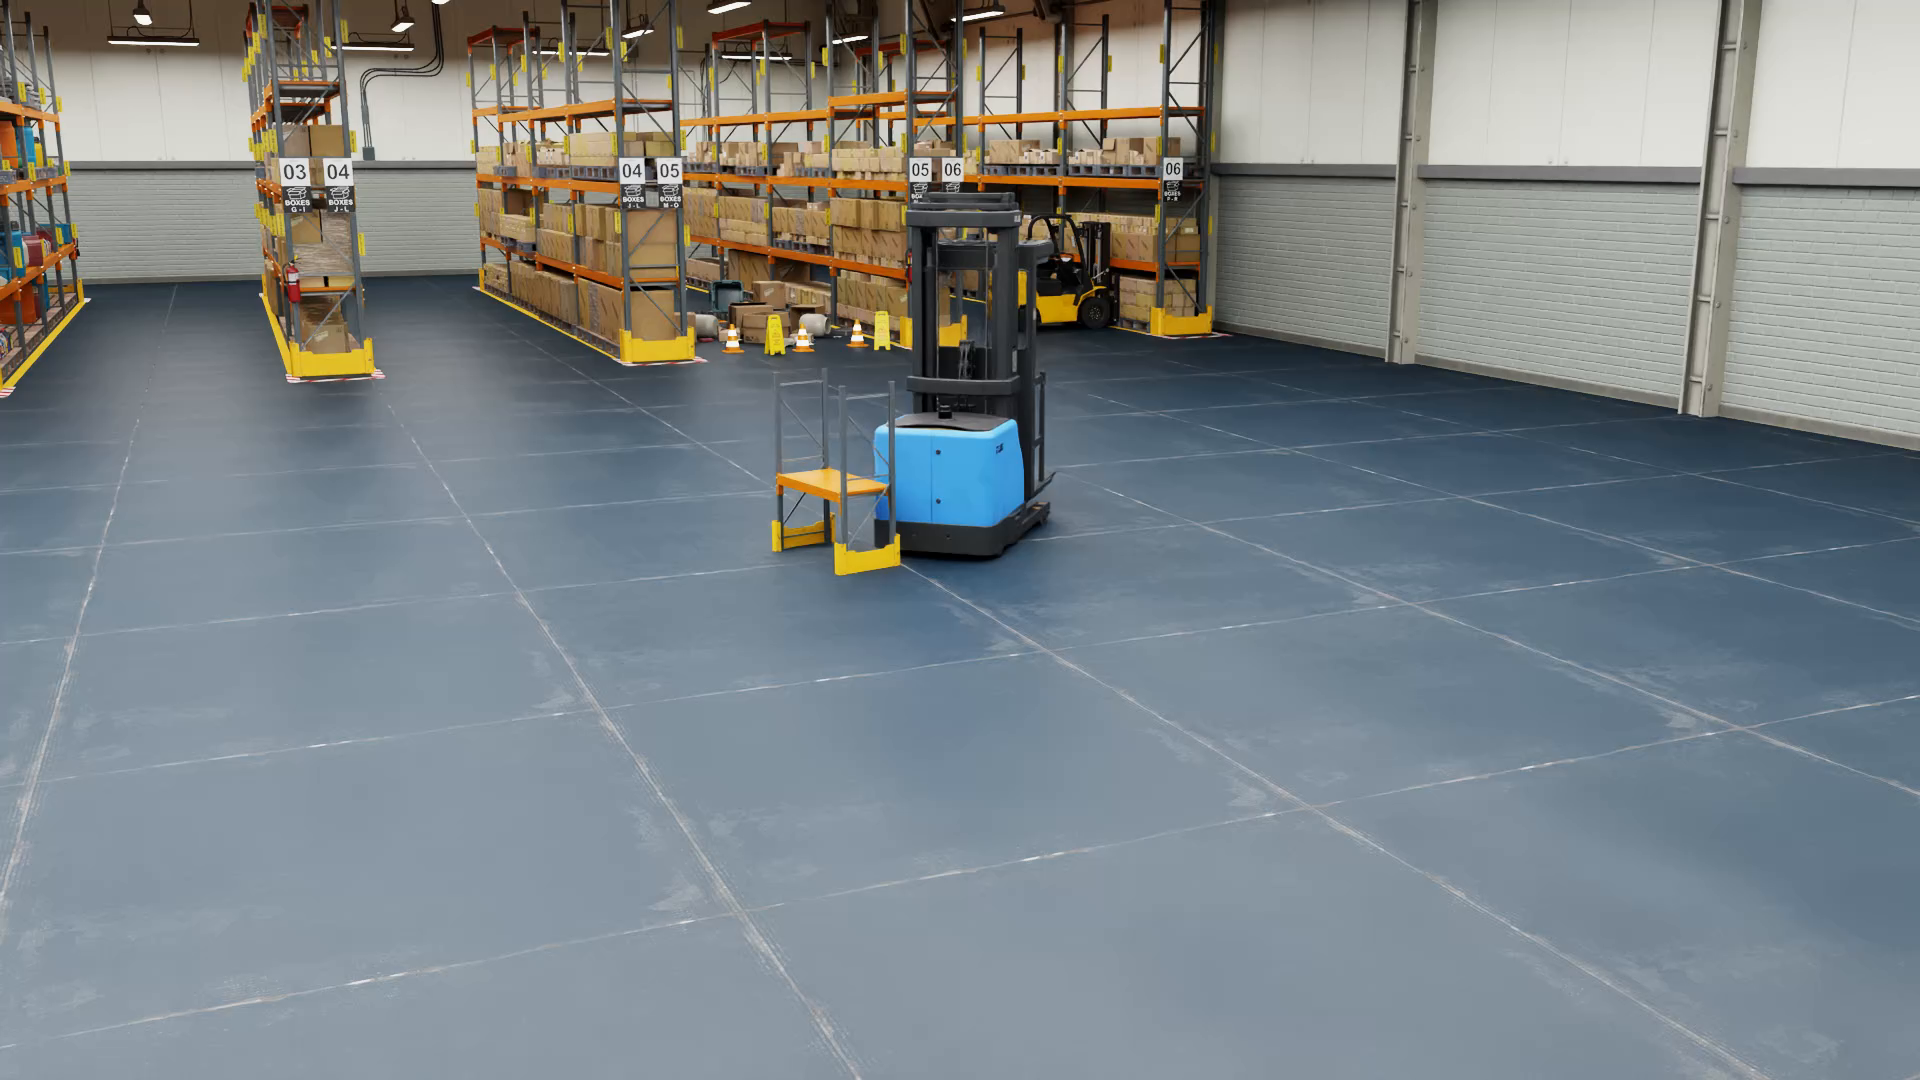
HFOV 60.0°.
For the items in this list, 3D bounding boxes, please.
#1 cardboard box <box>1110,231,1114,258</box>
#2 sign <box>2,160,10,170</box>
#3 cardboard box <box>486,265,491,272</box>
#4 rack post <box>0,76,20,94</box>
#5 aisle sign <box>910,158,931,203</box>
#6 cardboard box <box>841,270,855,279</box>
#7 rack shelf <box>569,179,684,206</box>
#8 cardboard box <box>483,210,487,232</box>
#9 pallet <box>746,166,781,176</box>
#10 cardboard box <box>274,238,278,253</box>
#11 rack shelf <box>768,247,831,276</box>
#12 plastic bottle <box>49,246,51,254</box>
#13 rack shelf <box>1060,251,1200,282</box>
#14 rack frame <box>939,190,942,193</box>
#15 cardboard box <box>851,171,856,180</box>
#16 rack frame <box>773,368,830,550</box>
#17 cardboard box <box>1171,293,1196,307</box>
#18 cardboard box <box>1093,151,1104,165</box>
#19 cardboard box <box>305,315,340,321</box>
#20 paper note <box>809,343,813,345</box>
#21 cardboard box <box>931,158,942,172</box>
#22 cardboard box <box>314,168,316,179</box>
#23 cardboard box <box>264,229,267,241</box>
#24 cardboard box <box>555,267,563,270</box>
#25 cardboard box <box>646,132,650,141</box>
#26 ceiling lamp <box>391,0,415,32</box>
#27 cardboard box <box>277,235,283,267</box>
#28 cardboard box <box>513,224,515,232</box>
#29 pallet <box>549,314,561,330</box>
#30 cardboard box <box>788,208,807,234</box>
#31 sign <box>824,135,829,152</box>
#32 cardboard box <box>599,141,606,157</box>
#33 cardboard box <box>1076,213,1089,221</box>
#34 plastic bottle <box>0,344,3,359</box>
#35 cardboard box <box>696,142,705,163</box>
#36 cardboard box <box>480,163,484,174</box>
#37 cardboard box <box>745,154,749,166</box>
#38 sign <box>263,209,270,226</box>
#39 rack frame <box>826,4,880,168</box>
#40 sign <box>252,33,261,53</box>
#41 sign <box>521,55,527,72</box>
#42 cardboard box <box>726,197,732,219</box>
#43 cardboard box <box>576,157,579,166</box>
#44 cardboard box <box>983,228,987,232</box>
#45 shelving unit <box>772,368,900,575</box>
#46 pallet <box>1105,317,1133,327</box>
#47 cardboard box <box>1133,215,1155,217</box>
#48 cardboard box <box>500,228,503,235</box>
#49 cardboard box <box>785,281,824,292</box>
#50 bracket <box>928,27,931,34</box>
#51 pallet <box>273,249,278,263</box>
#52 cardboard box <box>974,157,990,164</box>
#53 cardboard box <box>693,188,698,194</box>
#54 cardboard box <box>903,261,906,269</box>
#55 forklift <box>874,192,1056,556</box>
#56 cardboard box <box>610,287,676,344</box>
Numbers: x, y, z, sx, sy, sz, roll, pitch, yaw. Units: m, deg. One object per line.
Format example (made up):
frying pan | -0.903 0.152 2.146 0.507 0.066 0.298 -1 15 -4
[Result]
cardboard box | 3.061 -5.768 32.416 0.500 0.500 0.500 -6 14 -23
sign | -15.143 -5.872 26.417 0.100 0.325 0.005 -6 14 -23
cardboard box | -11.233 -6.570 40.175 0.380 0.149 0.250 -6 14 -23
rack post | -17.582 -8.217 30.085 0.954 0.300 0.937 -6 14 -23
aisle sign | -0.672 -6.103 28.320 0.394 0.787 0.004 -6 14 -23
cardboard box | -2.049 -5.070 31.690 0.380 0.149 0.250 -5 14 -22
rack shelf | -5.727 -5.931 28.287 1.077 0.370 4.000 -6 14 -23
cardboard box | -11.171 -7.680 40.021 0.500 0.500 0.500 -6 14 -23
pallet | -3.942 -8.025 36.160 1.213 0.211 1.003 -5 14 -20
cardboard box | -12.255 -5.397 30.439 0.500 0.250 0.500 -6 14 -25
rack shelf | -2.834 -5.764 34.218 1.077 0.370 4.000 -6 14 -23
plastic bottle | -18.331 -5.841 33.397 0.097 0.201 0.097 0 13 0
rack shelf | 3.314 -5.387 32.588 1.077 0.370 4.000 -6 14 -23
rack frame | -0.691 -7.803 41.434 1.000 3.000 0.127 -6 14 -23
cardboard box | -1.815 -6.798 30.995 0.380 0.149 0.250 -5 14 -21
rack frame | -1.324 -0.678 13.972 0.500 1.500 0.032 -9 16 -35
cardboard box | 4.117 -4.549 31.429 0.500 0.250 0.500 -5 14 -22
cardboard box | 2.830 -7.466 32.467 0.396 0.266 0.258 -6 14 -24
cardboard box | -10.250 -3.349 26.799 0.500 0.500 0.500 -4 14 -18
paper note | -2.634 -3.444 29.183 0.148 0.019 0.142 -12 18 -42
cardboard box | -0.388 -6.536 28.979 0.500 0.250 0.500 -6 14 -24
cardboard box | -9.680 -5.597 25.581 0.500 0.250 0.500 -6 14 -24
cardboard box | -14.735 -6.599 35.901 0.500 0.250 0.500 -6 14 -24
cardboard box | -8.185 -5.576 34.761 0.500 0.250 0.500 -6 14 -26
cardboard box | -4.868 -6.537 26.947 0.380 0.149 0.250 -6 14 -23
ceiling lamp | -11.459 -12.302 34.622 0.800 3.185 2.000 -6 14 -23
cardboard box | -10.822 -4.795 27.554 0.875 0.500 0.500 -6 14 -23
cardboard box | -9.264 -6.614 35.262 0.380 0.149 0.250 -5 14 -22
pallet | -7.399 -4.280 32.394 1.003 0.211 1.213 -6 14 -23
cardboard box | -3.233 -6.596 34.405 0.500 0.500 0.500 -5 14 -22
sign | -2.540 -7.556 31.691 0.100 0.325 0.005 -6 14 -23
cardboard box | -5.578 -6.373 27.121 0.500 0.250 0.500 -6 14 -23
cardboard box | 2.573 -6.523 33.583 0.380 0.149 0.250 -5 14 -22
plastic bottle | -14.627 -2.891 25.285 0.097 0.271 0.097 0 13 0
cardboard box | -6.170 -9.514 40.798 0.500 0.500 0.500 -5 14 -22
cardboard box | -11.183 -8.876 39.748 0.500 0.250 0.500 -5 14 -21
cardboard box | -4.508 -8.381 36.645 0.396 0.266 0.258 -6 14 -24
sign | -13.223 -6.146 31.705 0.100 0.325 0.005 -6 14 -23
rack frame | -2.033 -8.624 31.675 1.000 3.000 0.127 -6 14 -23
sign | -11.620 -8.210 27.463 0.100 0.325 0.005 -6 14 -23
sign | -8.624 -9.425 32.889 0.100 0.325 0.005 -6 14 -23
cardboard box | -5.096 -7.671 38.421 0.500 0.500 0.500 -6 14 -23
cardboard box | -6.490 -6.615 29.050 0.380 0.149 0.250 -6 14 -23
cardboard box | 0.842 -7.031 37.322 0.500 0.250 0.500 -6 14 -23
shelving unit | -1.031 -0.587 13.578 0.587 1.500 1.083 -9 16 -35
pallet | 3.286 -4.372 32.790 1.003 0.211 1.213 -6 14 -23
cardboard box | 3.583 -6.245 32.379 0.380 0.149 0.250 -6 14 -23
cardboard box | -9.997 -6.846 36.921 0.380 0.149 0.250 -6 14 -26
cardboard box | -3.418 -5.335 35.663 0.950 0.372 0.625 -7 15 -27
bracket | -0.636 -12.759 41.557 0.235 0.232 0.430 -6 14 -23
pallet | -12.333 -5.402 31.482 1.213 0.211 1.003 -6 14 -23
cardboard box | 0.548 -8.611 37.719 0.380 0.149 0.250 -5 14 -22
cardboard box | -6.369 -8.610 41.041 0.380 0.149 0.250 -6 14 -24
cardboard box | -0.777 -4.811 29.060 0.380 0.149 0.250 -5 14 -21
forklift | 0.190 -1.586 14.722 1.130 2.935 3.031 4 14 16
cardboard box | -5.258 -3.711 27.531 0.875 0.875 0.875 -6 14 -23
